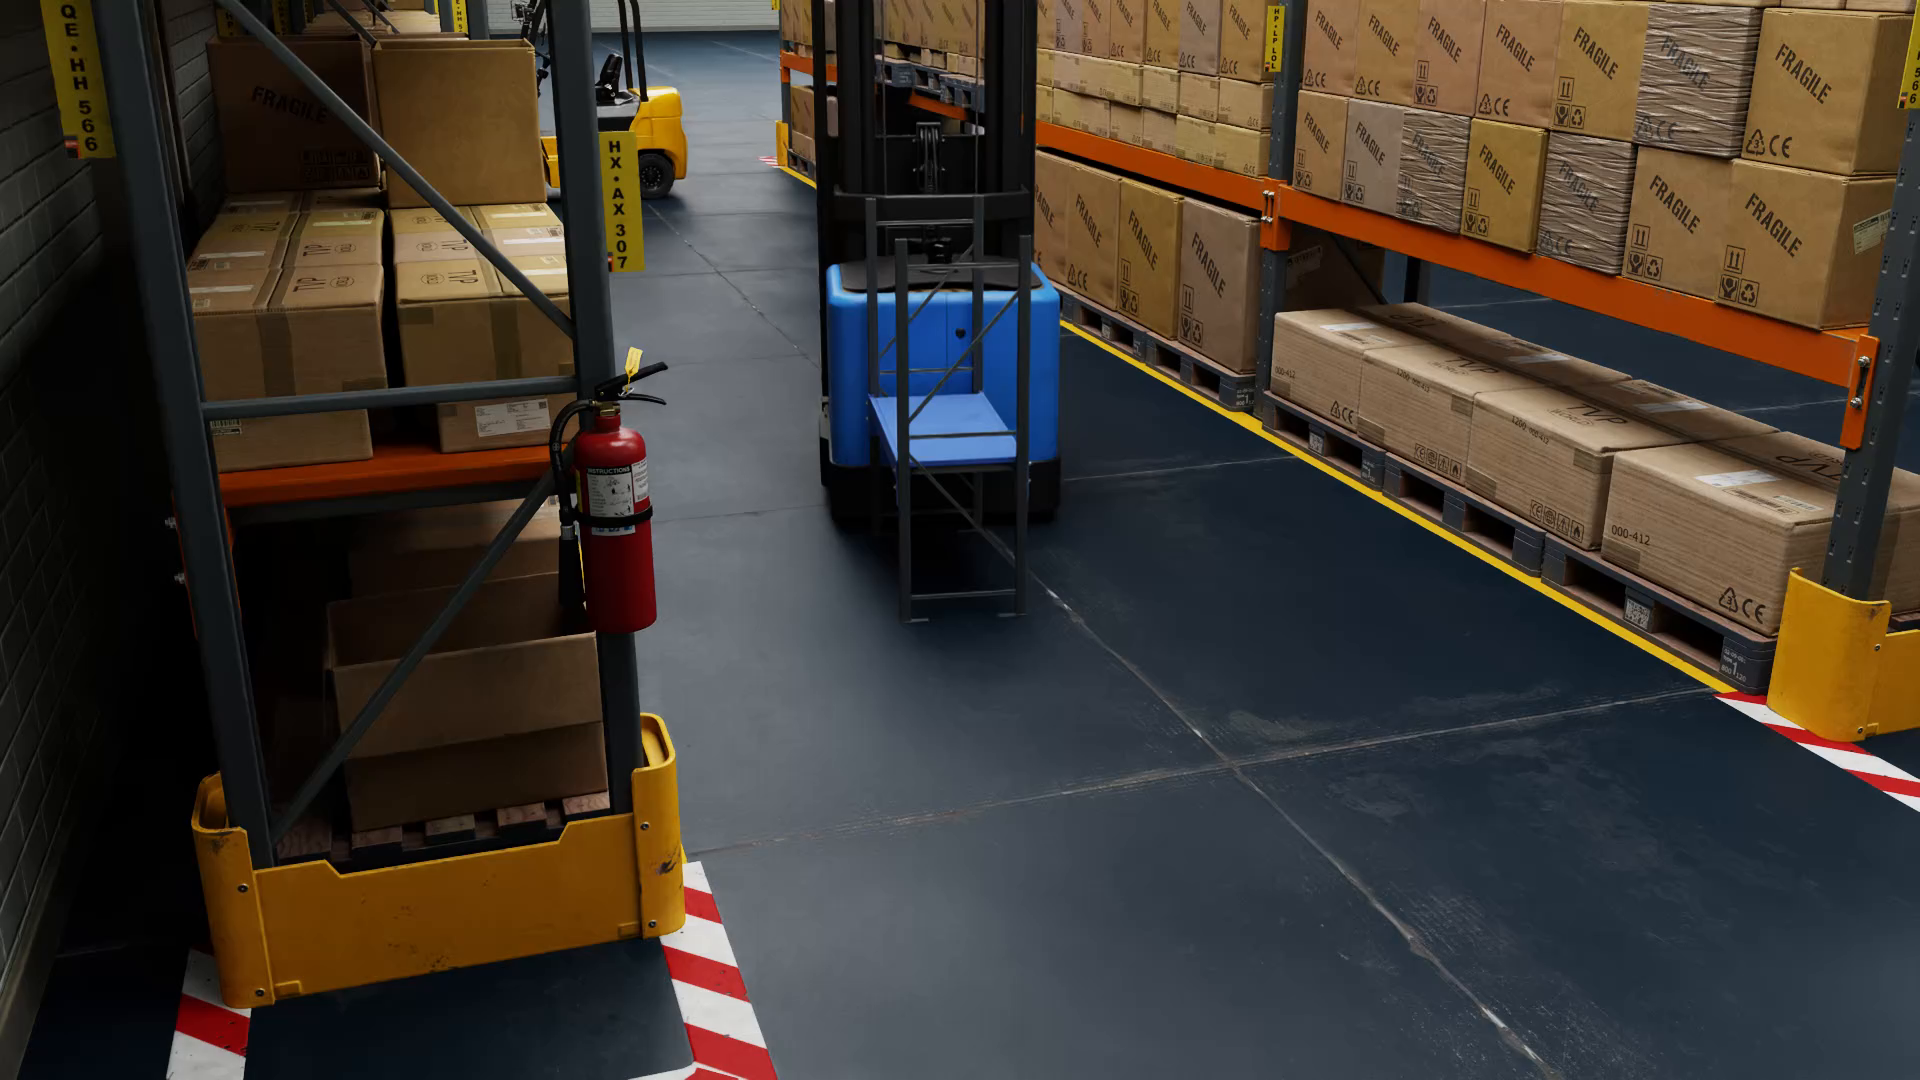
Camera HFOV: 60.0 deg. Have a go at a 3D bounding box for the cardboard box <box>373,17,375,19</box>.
[{"bbox_3d":[-6.105,-4.994,16.735,0.500,0.500,0.500,-7,21,-18],"label":"cardboard box"}]

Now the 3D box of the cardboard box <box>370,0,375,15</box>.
[{"bbox_3d":[-6.272,-5.523,17.247,0.380,0.149,0.250,-7,21,-18],"label":"cardboard box"}]

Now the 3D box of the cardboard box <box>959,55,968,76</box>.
[{"bbox_3d":[0.209,-3.818,13.360,0.380,0.149,0.250,-7,21,-20],"label":"cardboard box"}]

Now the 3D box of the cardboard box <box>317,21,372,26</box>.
[{"bbox_3d":[-4.624,-3.820,12.506,0.380,0.149,0.250,-6,21,-16],"label":"cardboard box"}]

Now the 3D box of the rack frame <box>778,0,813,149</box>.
[{"bbox_3d":[-1.633,-5.990,19.655,1.000,3.000,0.127,-6,21,-17],"label":"rack frame"}]

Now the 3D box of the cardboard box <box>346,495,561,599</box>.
[{"bbox_3d":[-1.649,0.167,5.590,0.700,0.500,0.500,-6,20,-15],"label":"cardboard box"}]

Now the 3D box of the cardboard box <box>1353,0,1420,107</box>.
[{"bbox_3d":[2.212,-2.315,7.798,0.500,0.500,0.500,-7,21,-18],"label":"cardboard box"}]

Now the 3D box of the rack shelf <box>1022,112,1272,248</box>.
[{"bbox_3d":[1.510,-2.442,10.843,1.077,0.370,4.000,-6,21,-17],"label":"rack shelf"}]

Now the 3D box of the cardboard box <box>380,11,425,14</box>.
[{"bbox_3d":[-4.768,-4.444,14.244,0.380,0.149,0.250,-6,21,-15],"label":"cardboard box"}]

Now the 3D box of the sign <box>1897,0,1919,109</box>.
[{"bbox_3d":[2.877,-1.459,4.977,0.100,0.325,0.005,-6,21,-17],"label":"sign"}]

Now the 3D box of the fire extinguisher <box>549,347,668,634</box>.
[{"bbox_3d":[-0.830,-0.117,3.970,0.296,0.674,0.183,-6,21,-17],"label":"fire extinguisher"}]

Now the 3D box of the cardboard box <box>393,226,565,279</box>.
[{"bbox_3d":[-1.360,-0.732,4.799,0.500,0.250,0.500,-6,21,-17],"label":"cardboard box"}]

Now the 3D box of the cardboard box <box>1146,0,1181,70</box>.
[{"bbox_3d":[1.450,-3.103,9.992,0.500,0.500,0.500,-6,21,-16],"label":"cardboard box"}]

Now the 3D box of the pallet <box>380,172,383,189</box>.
[{"bbox_3d":[-2.720,-1.788,8.241,1.003,0.211,1.213,-6,21,-17],"label":"pallet"}]

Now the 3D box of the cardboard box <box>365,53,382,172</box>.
[{"bbox_3d":[-2.512,-2.034,7.873,0.700,0.500,0.500,-6,21,-16],"label":"cardboard box"}]

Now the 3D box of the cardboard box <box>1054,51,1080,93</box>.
[{"bbox_3d":[0.968,-3.232,11.461,0.500,0.250,0.500,-6,21,-16],"label":"cardboard box"}]

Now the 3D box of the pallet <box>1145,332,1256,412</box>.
[{"bbox_3d":[1.825,-1.066,10.073,1.003,0.211,1.213,-6,21,-17],"label":"pallet"}]

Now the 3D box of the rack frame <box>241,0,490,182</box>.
[{"bbox_3d":[-2.572,-1.610,7.463,1.000,3.000,0.127,-6,21,-17],"label":"rack frame"}]

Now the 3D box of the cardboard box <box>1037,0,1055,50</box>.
[{"bbox_3d":[0.805,-3.756,11.809,0.500,0.500,0.500,-7,21,-19],"label":"cardboard box"}]

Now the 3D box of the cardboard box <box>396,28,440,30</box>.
[{"bbox_3d":[-3.735,-3.465,11.520,0.380,0.149,0.250,-6,21,-16],"label":"cardboard box"}]

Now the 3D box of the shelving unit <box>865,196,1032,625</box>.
[{"bbox_3d":[-0.068,-0.563,6.766,0.538,1.500,1.048,-3,20,-9],"label":"shelving unit"}]

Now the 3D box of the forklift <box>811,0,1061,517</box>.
[{"bbox_3d":[-0.194,-1.935,8.469,1.130,2.935,3.031,-2,20,-5],"label":"forklift"}]

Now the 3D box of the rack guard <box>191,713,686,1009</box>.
[{"bbox_3d":[-1.339,0.825,4.379,1.175,0.500,0.348,-6,21,-17],"label":"rack guard"}]

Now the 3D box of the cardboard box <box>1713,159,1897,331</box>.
[{"bbox_3d":[2.993,-1.029,5.696,0.500,0.500,0.500,-6,21,-17],"label":"cardboard box"}]

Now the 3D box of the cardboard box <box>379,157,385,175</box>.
[{"bbox_3d":[-2.180,-1.542,7.055,0.500,0.250,0.500,-6,21,-16],"label":"cardboard box"}]

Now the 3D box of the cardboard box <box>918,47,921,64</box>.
[{"bbox_3d":[-0.153,-4.244,14.546,0.380,0.149,0.250,-6,21,-17],"label":"cardboard box"}]

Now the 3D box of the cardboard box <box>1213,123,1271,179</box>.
[{"bbox_3d":[1.759,-2.186,9.286,0.500,0.250,0.500,-7,21,-18],"label":"cardboard box"}]

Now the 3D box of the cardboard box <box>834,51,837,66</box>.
[{"bbox_3d":[-1.088,-4.984,17.228,0.380,0.149,0.250,-7,21,-18],"label":"cardboard box"}]

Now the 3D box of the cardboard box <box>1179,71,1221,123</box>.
[{"bbox_3d":[1.605,-2.579,9.641,0.500,0.250,0.500,-6,21,-16],"label":"cardboard box"}]

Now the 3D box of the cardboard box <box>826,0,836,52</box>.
[{"bbox_3d":[-1.087,-5.340,17.258,0.500,0.500,0.500,-6,21,-16],"label":"cardboard box"}]

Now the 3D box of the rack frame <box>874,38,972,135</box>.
[{"bbox_3d":[-0.376,-4.706,16.082,1.000,3.000,0.127,-6,21,-17],"label":"rack frame"}]

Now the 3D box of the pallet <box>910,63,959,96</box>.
[{"bbox_3d":[0.221,-3.963,14.297,1.003,0.211,1.213,-6,21,-17],"label":"pallet"}]

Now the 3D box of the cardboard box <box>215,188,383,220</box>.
[{"bbox_3d":[-2.188,-1.008,5.568,0.500,0.250,0.500,-6,21,-17],"label":"cardboard box"}]

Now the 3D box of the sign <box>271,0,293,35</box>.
[{"bbox_3d":[-4.355,-3.379,10.673,0.100,0.325,0.005,-6,21,-17],"label":"sign"}]

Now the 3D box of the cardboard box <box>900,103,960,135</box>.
[{"bbox_3d":[-0.305,-4.181,16.956,0.500,0.500,0.500,-5,20,-15],"label":"cardboard box"}]

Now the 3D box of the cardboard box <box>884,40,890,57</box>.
[{"bbox_3d":[-0.502,-4.575,15.466,0.380,0.149,0.250,-6,21,-16],"label":"cardboard box"}]

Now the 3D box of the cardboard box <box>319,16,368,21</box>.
[{"bbox_3d":[-4.967,-4.143,13.405,0.380,0.149,0.250,-7,21,-18],"label":"cardboard box"}]

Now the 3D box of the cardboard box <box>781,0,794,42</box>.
[{"bbox_3d":[-1.747,-5.995,19.083,0.500,0.500,0.500,-7,21,-18],"label":"cardboard box"}]

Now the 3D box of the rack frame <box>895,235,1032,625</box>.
[{"bbox_3d":[0.013,-0.394,6.294,0.500,1.500,0.032,-3,20,-9],"label":"rack frame"}]

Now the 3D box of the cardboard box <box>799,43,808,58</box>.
[{"bbox_3d":[-1.587,-5.481,18.610,0.380,0.149,0.250,-6,21,-16],"label":"cardboard box"}]

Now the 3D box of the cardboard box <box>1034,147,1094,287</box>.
[{"bbox_3d":[1.020,-2.390,12.154,0.875,0.875,0.875,-7,21,-18],"label":"cardboard box"}]

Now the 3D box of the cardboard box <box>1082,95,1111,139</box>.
[{"bbox_3d":[1.134,-2.836,11.098,0.500,0.250,0.500,-6,21,-15],"label":"cardboard box"}]

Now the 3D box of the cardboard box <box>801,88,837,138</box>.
[{"bbox_3d":[-1.465,-4.783,18.633,0.500,0.500,0.500,-7,21,-19],"label":"cardboard box"}]

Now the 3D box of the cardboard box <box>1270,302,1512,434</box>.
[{"bbox_3d":[2.234,-0.918,8.704,0.875,0.438,0.875,-7,21,-18],"label":"cardboard box"}]

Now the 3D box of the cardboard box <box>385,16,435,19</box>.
[{"bbox_3d":[-4.412,-4.118,13.336,0.380,0.149,0.250,-7,21,-18],"label":"cardboard box"}]

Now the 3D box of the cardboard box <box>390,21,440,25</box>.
[{"bbox_3d":[-4.065,-3.793,12.432,0.380,0.149,0.250,-6,21,-16],"label":"cardboard box"}]

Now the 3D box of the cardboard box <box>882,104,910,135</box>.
[{"bbox_3d":[-0.816,-4.124,16.798,0.500,0.500,0.500,-7,21,-18],"label":"cardboard box"}]

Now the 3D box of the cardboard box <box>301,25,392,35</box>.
[{"bbox_3d":[-3.816,-2.957,10.442,0.500,0.500,0.500,-5,20,-15],"label":"cardboard box"}]

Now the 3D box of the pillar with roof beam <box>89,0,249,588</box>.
[{"bbox_3d":[0.878,-4.572,6.833,9.100,9.000,0.400,-6,21,-17],"label":"pillar with roof beam"}]

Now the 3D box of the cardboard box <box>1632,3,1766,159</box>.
[{"bbox_3d":[2.826,-1.667,5.993,0.500,0.500,0.500,-6,21,-17],"label":"cardboard box"}]

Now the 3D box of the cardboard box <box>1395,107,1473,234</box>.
[{"bbox_3d":[2.342,-1.685,7.523,0.500,0.500,0.500,-6,21,-17],"label":"cardboard box"}]

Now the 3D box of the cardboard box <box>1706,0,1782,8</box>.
[{"bbox_3d":[2.830,-1.925,5.752,0.380,0.149,0.250,-7,21,-18],"label":"cardboard box"}]

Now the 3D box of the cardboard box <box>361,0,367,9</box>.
[{"bbox_3d":[-5.513,-4.825,14.865,0.380,0.149,0.250,-7,21,-19],"label":"cardboard box"}]

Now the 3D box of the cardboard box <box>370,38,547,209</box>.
[{"bbox_3d":[-1.673,-1.405,5.562,0.500,0.500,0.500,-6,21,-16],"label":"cardboard box"}]

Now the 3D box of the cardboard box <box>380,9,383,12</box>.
[{"bbox_3d":[-5.128,-4.824,15.301,0.380,0.149,0.250,-6,21,-17],"label":"cardboard box"}]

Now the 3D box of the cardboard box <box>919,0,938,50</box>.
[{"bbox_3d":[-0.028,-4.425,14.091,0.500,0.500,0.500,-7,21,-19],"label":"cardboard box"}]
